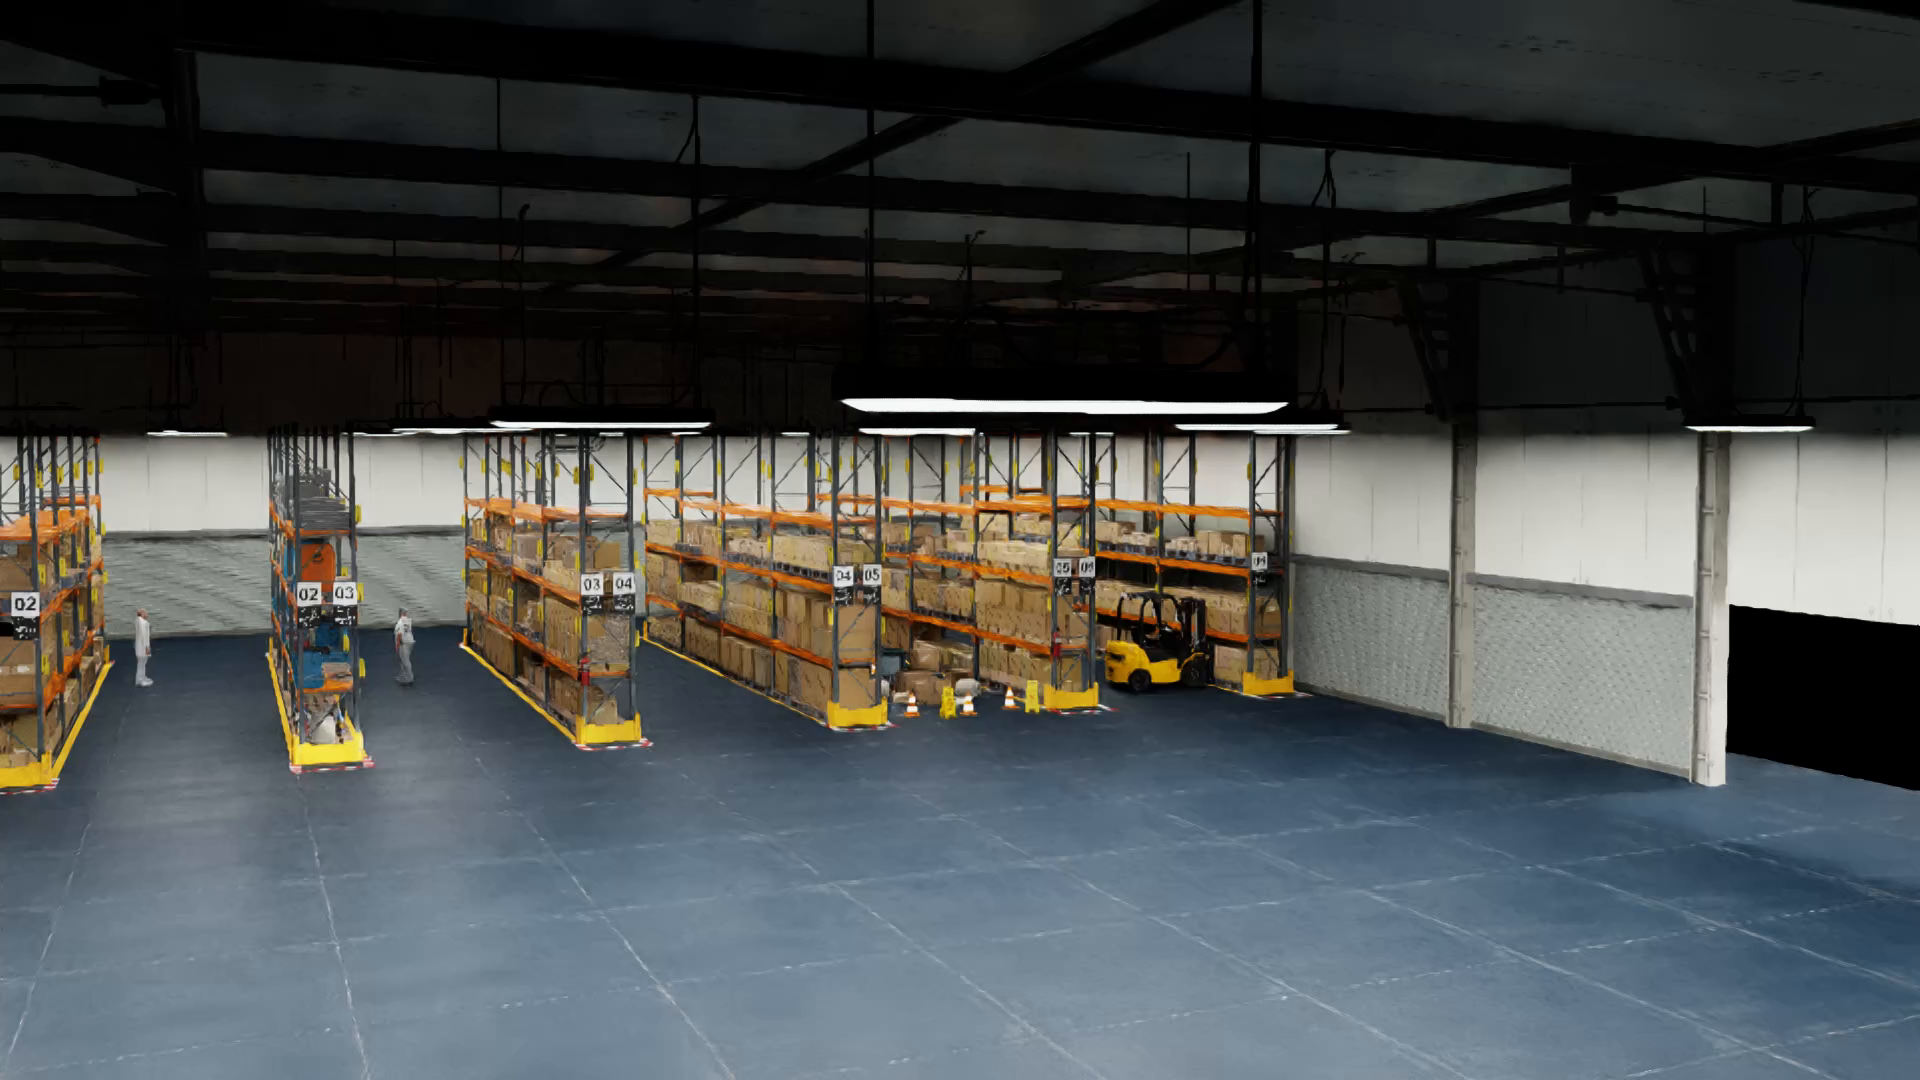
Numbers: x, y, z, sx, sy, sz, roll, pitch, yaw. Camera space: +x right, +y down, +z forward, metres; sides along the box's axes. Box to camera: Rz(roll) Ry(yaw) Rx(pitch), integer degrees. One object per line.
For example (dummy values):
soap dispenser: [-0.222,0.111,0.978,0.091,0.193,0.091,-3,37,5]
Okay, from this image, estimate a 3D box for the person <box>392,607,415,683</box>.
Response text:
person: [-13.094,2.448,39.057,0.586,1.748,0.653,0,3,4]

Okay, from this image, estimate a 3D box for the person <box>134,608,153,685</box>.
person: [-18.934,2.458,38.565,0.446,1.780,0.673,-3,4,-39]
